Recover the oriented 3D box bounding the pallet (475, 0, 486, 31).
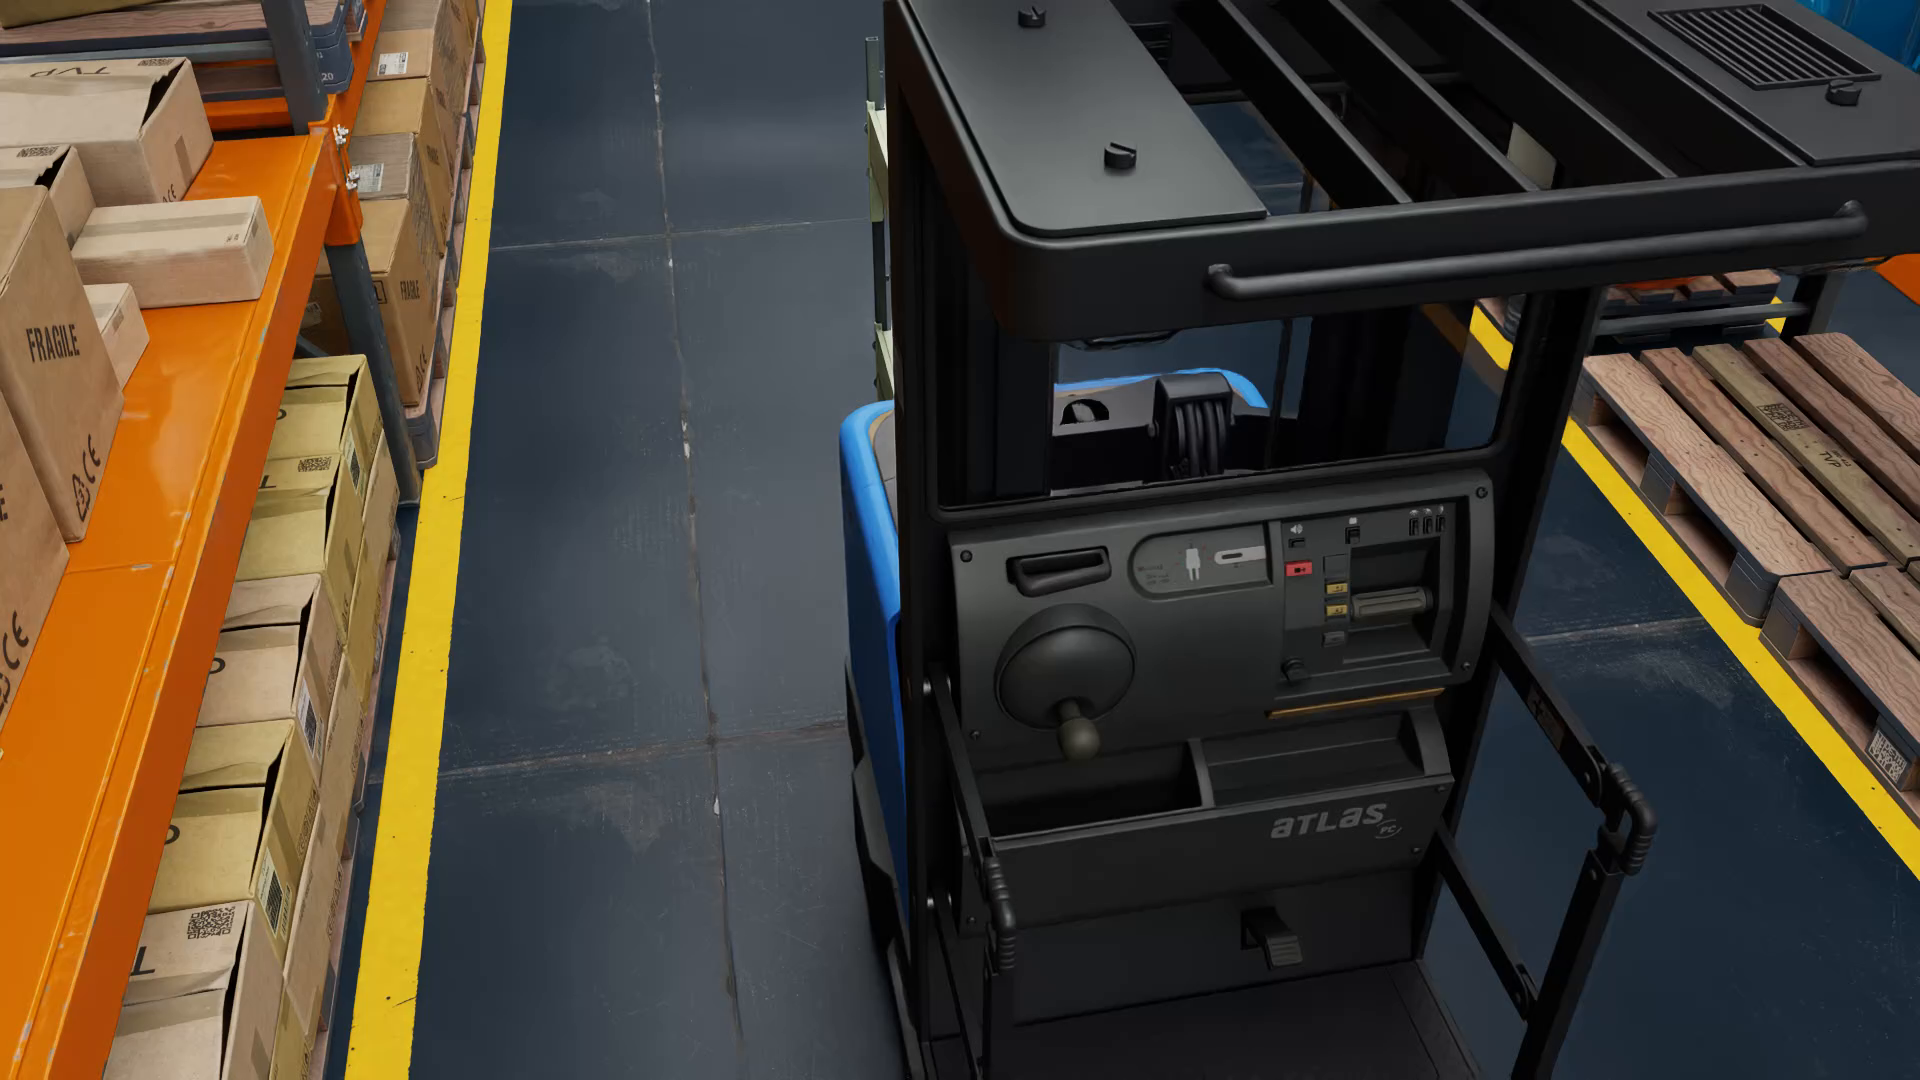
[{"bbox_3d":[-3.076,-3.008,8.950,1.003,0.211,1.213,-6,38,-8],"label":"pallet"}]

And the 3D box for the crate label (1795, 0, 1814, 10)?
[{"bbox_3d":[2.327,-1.448,4.805,0.303,0.233,0.416,-6,38,-8],"label":"crate label"}]

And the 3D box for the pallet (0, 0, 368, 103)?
[{"bbox_3d":[-2.443,-1.604,5.027,1.213,0.211,1.003,-6,38,-8],"label":"pallet"}]

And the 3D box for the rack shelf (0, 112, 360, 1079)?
[{"bbox_3d":[-1.904,0.214,3.116,1.077,0.370,4.000,-6,38,-8],"label":"rack shelf"}]

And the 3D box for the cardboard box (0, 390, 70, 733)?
[{"bbox_3d":[-1.852,0.012,2.708,0.500,0.500,0.500,-6,38,-8],"label":"cardboard box"}]

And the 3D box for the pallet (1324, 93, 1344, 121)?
[{"bbox_3d":[2.233,-1.915,7.543,1.003,0.211,1.213,-6,38,-8],"label":"pallet"}]

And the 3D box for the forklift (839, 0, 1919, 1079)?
[{"bbox_3d":[0.490,0.199,2.605,1.130,2.935,3.031,-7,38,-9],"label":"forklift"}]

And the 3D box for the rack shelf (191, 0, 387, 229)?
[{"bbox_3d":[-2.605,-2.202,6.226,1.077,0.370,4.000,-6,38,-8],"label":"rack shelf"}]

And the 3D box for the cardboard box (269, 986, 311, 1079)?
[{"bbox_3d":[-1.562,1.166,3.203,0.500,0.250,0.500,-7,38,-9],"label":"cardboard box"}]

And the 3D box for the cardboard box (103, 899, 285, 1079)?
[{"bbox_3d":[-1.555,0.944,3.031,0.500,0.311,0.500,-7,38,-9],"label":"cardboard box"}]

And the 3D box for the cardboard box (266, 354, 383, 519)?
[{"bbox_3d":[-1.921,-0.290,4.620,0.500,0.311,0.500,-5,38,-7],"label":"cardboard box"}]

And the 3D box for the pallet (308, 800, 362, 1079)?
[{"bbox_3d":[-1.938,1.060,3.714,1.003,0.211,1.213,-6,38,-8],"label":"pallet"}]

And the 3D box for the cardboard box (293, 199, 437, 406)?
[{"bbox_3d":[-2.053,-0.771,5.476,0.500,0.500,0.500,-5,38,-6],"label":"cardboard box"}]

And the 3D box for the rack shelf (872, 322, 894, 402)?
[{"bbox_3d":[0.001,-0.331,4.985,0.431,0.370,0.720,-6,38,-8],"label":"rack shelf"}]

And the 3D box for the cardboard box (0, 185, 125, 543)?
[{"bbox_3d":[-1.945,-0.306,3.118,0.500,0.500,0.500,-8,39,-10],"label":"cardboard box"}]

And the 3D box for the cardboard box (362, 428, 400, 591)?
[{"bbox_3d":[-1.922,-0.067,4.790,0.500,0.250,0.500,-5,38,-7],"label":"cardboard box"}]

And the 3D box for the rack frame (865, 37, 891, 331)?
[{"bbox_3d":[-0.063,-0.809,5.069,0.400,1.500,0.023,-6,38,-8],"label":"rack frame"}]

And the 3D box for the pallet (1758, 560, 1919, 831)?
[{"bbox_3d":[2.931,0.500,4.435,1.003,0.211,1.213,-6,38,-8],"label":"pallet"}]

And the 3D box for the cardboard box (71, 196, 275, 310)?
[{"bbox_3d":[-1.825,-0.666,3.867,0.380,0.149,0.250,-6,38,-8],"label":"cardboard box"}]

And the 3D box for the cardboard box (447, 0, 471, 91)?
[{"bbox_3d":[-2.509,-2.314,7.463,0.500,0.500,0.500,-6,38,-8],"label":"cardboard box"}]

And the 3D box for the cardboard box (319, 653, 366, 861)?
[{"bbox_3d":[-1.743,0.548,3.998,0.500,0.250,0.500,-5,38,-7],"label":"cardboard box"}]

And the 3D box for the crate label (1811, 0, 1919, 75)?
[{"bbox_3d":[2.530,-1.194,4.313,0.502,0.435,0.616,-6,38,-8],"label":"crate label"}]

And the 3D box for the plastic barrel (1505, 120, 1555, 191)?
[{"bbox_3d":[2.333,-1.617,6.572,0.421,0.512,0.421,0,38,0],"label":"plastic barrel"}]

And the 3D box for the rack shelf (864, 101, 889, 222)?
[{"bbox_3d":[0.001,-0.896,4.545,0.431,0.370,0.720,-6,38,-8],"label":"rack shelf"}]

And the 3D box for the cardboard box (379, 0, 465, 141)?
[{"bbox_3d":[-2.422,-2.011,7.073,0.500,0.500,0.500,-6,38,-7],"label":"cardboard box"}]

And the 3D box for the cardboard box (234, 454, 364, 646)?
[{"bbox_3d":[-1.823,0.023,4.217,0.500,0.311,0.500,-7,38,-9],"label":"cardboard box"}]

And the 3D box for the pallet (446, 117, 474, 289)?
[{"bbox_3d":[-2.559,-1.367,6.838,1.003,0.211,1.213,-6,38,-8],"label":"pallet"}]

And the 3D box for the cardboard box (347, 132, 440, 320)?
[{"bbox_3d":[-2.151,-1.086,5.882,0.500,0.500,0.500,-8,38,-10],"label":"cardboard box"}]

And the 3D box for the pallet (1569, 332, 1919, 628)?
[{"bbox_3d":[2.720,-0.236,5.381,1.003,0.211,1.213,-6,38,-8],"label":"pallet"}]

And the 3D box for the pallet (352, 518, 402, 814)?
[{"bbox_3d":[-2.149,0.324,4.661,1.003,0.211,1.213,-6,38,-8],"label":"pallet"}]

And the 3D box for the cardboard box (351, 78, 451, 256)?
[{"bbox_3d":[-2.234,-1.390,6.273,0.500,0.500,0.500,-7,38,-9],"label":"cardboard box"}]

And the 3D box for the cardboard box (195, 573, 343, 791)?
[{"bbox_3d":[-1.737,0.328,3.824,0.500,0.311,0.500,-6,38,-8],"label":"cardboard box"}]

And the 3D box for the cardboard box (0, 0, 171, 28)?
[{"bbox_3d":[-2.476,-1.852,4.765,0.700,0.500,0.500,-19,42,-23],"label":"cardboard box"}]

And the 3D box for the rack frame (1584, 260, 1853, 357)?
[{"bbox_3d":[2.622,-1.809,5.133,1.000,3.000,0.127,-6,38,-8],"label":"rack frame"}]

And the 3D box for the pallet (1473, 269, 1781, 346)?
[{"bbox_3d":[2.443,-1.179,6.596,1.003,0.211,1.213,-6,38,-8],"label":"pallet"}]

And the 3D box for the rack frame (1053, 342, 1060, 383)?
[{"bbox_3d":[0.065,-0.367,4.500,0.400,1.500,0.023,-6,38,-8],"label":"rack frame"}]

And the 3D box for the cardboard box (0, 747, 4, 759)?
[{"bbox_3d":[-1.764,0.314,2.319,0.500,0.500,0.500,-4,38,-5],"label":"cardboard box"}]

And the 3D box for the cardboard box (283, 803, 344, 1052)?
[{"bbox_3d":[-1.650,0.859,3.599,0.500,0.250,0.500,-6,38,-7],"label":"cardboard box"}]

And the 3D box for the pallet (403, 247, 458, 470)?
[{"bbox_3d":[-2.348,-0.632,5.892,1.003,0.211,1.213,-6,38,-8],"label":"pallet"}]

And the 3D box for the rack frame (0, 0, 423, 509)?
[{"bbox_3d":[-2.255,-1.278,4.451,1.000,3.000,0.127,-6,38,-8],"label":"rack frame"}]

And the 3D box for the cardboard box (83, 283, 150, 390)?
[{"bbox_3d":[-1.976,-0.415,3.544,0.380,0.149,0.250,-4,38,-5],"label":"cardboard box"}]

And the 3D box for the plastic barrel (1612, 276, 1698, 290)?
[{"bbox_3d":[2.520,-1.411,6.048,0.600,0.830,0.708,-6,38,-8],"label":"plastic barrel"}]

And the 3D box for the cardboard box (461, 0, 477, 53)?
[{"bbox_3d":[-2.587,-2.614,7.848,0.500,0.500,0.500,-6,38,-8],"label":"cardboard box"}]

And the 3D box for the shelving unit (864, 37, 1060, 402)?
[{"bbox_3d":[0.001,-0.588,4.785,0.431,1.500,0.755,-6,38,-8],"label":"shelving unit"}]

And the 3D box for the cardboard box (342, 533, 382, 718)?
[{"bbox_3d":[-1.829,0.244,4.390,0.500,0.250,0.500,-7,38,-8],"label":"cardboard box"}]

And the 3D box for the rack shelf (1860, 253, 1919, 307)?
[{"bbox_3d":[2.973,-0.317,3.799,1.077,0.370,4.000,-6,38,-8],"label":"rack shelf"}]

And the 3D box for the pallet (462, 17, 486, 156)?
[{"bbox_3d":[-2.776,-2.106,7.789,1.003,0.211,1.213,-6,38,-8],"label":"pallet"}]

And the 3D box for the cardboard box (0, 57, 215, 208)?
[{"bbox_3d":[-2.234,-1.019,4.189,0.500,0.311,0.500,-4,38,-5],"label":"cardboard box"}]

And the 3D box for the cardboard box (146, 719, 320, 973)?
[{"bbox_3d":[-1.652,0.631,3.434,0.500,0.311,0.500,-5,38,-7],"label":"cardboard box"}]

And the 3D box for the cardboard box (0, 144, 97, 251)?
[{"bbox_3d":[-2.289,-0.682,3.756,0.500,0.311,0.500,-7,38,-8],"label":"cardboard box"}]

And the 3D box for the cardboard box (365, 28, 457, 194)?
[{"bbox_3d":[-2.330,-1.704,6.678,0.500,0.500,0.500,-7,38,-9],"label":"cardboard box"}]
